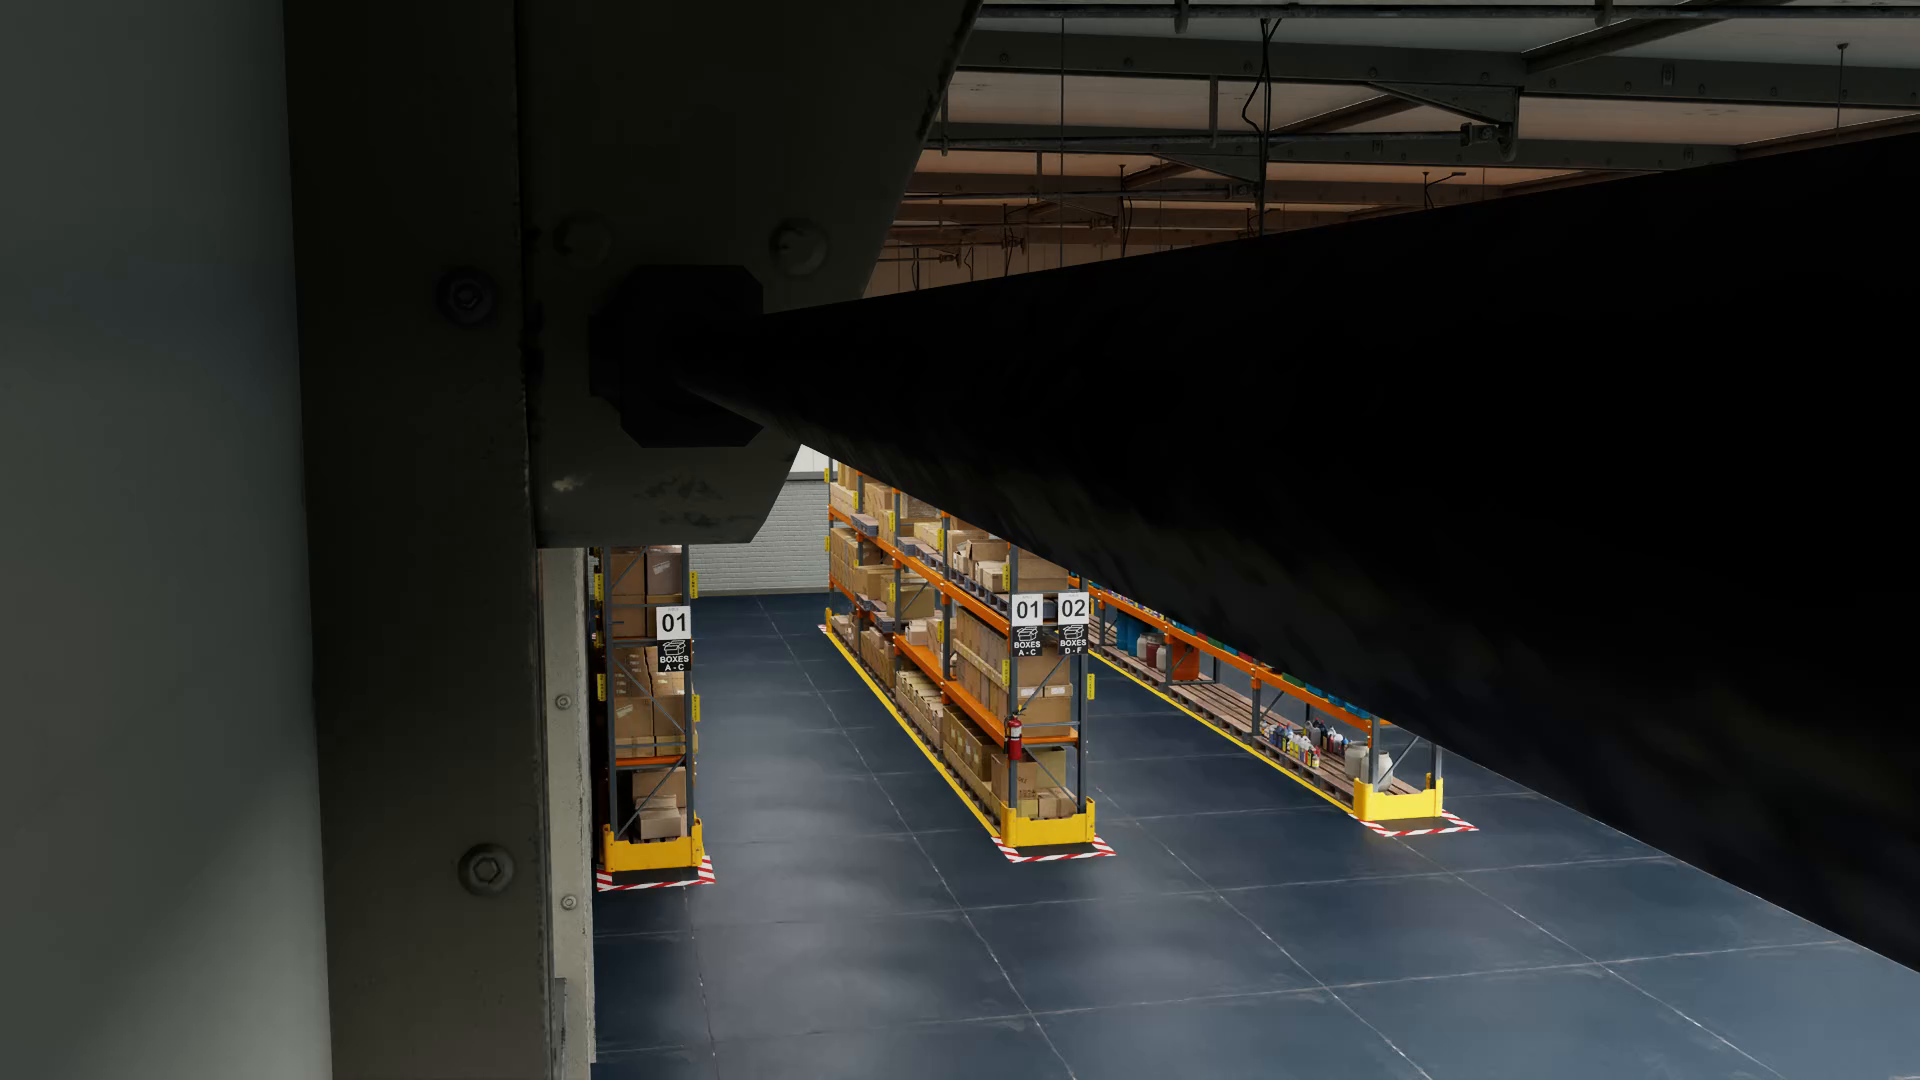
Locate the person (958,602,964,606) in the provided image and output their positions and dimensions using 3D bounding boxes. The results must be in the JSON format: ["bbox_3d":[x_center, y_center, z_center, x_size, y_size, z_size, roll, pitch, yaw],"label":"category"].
[{"bbox_3d":[0.161,1.403,34.606,0.549,1.649,0.604,-3,7,-20],"label":"person"}]
